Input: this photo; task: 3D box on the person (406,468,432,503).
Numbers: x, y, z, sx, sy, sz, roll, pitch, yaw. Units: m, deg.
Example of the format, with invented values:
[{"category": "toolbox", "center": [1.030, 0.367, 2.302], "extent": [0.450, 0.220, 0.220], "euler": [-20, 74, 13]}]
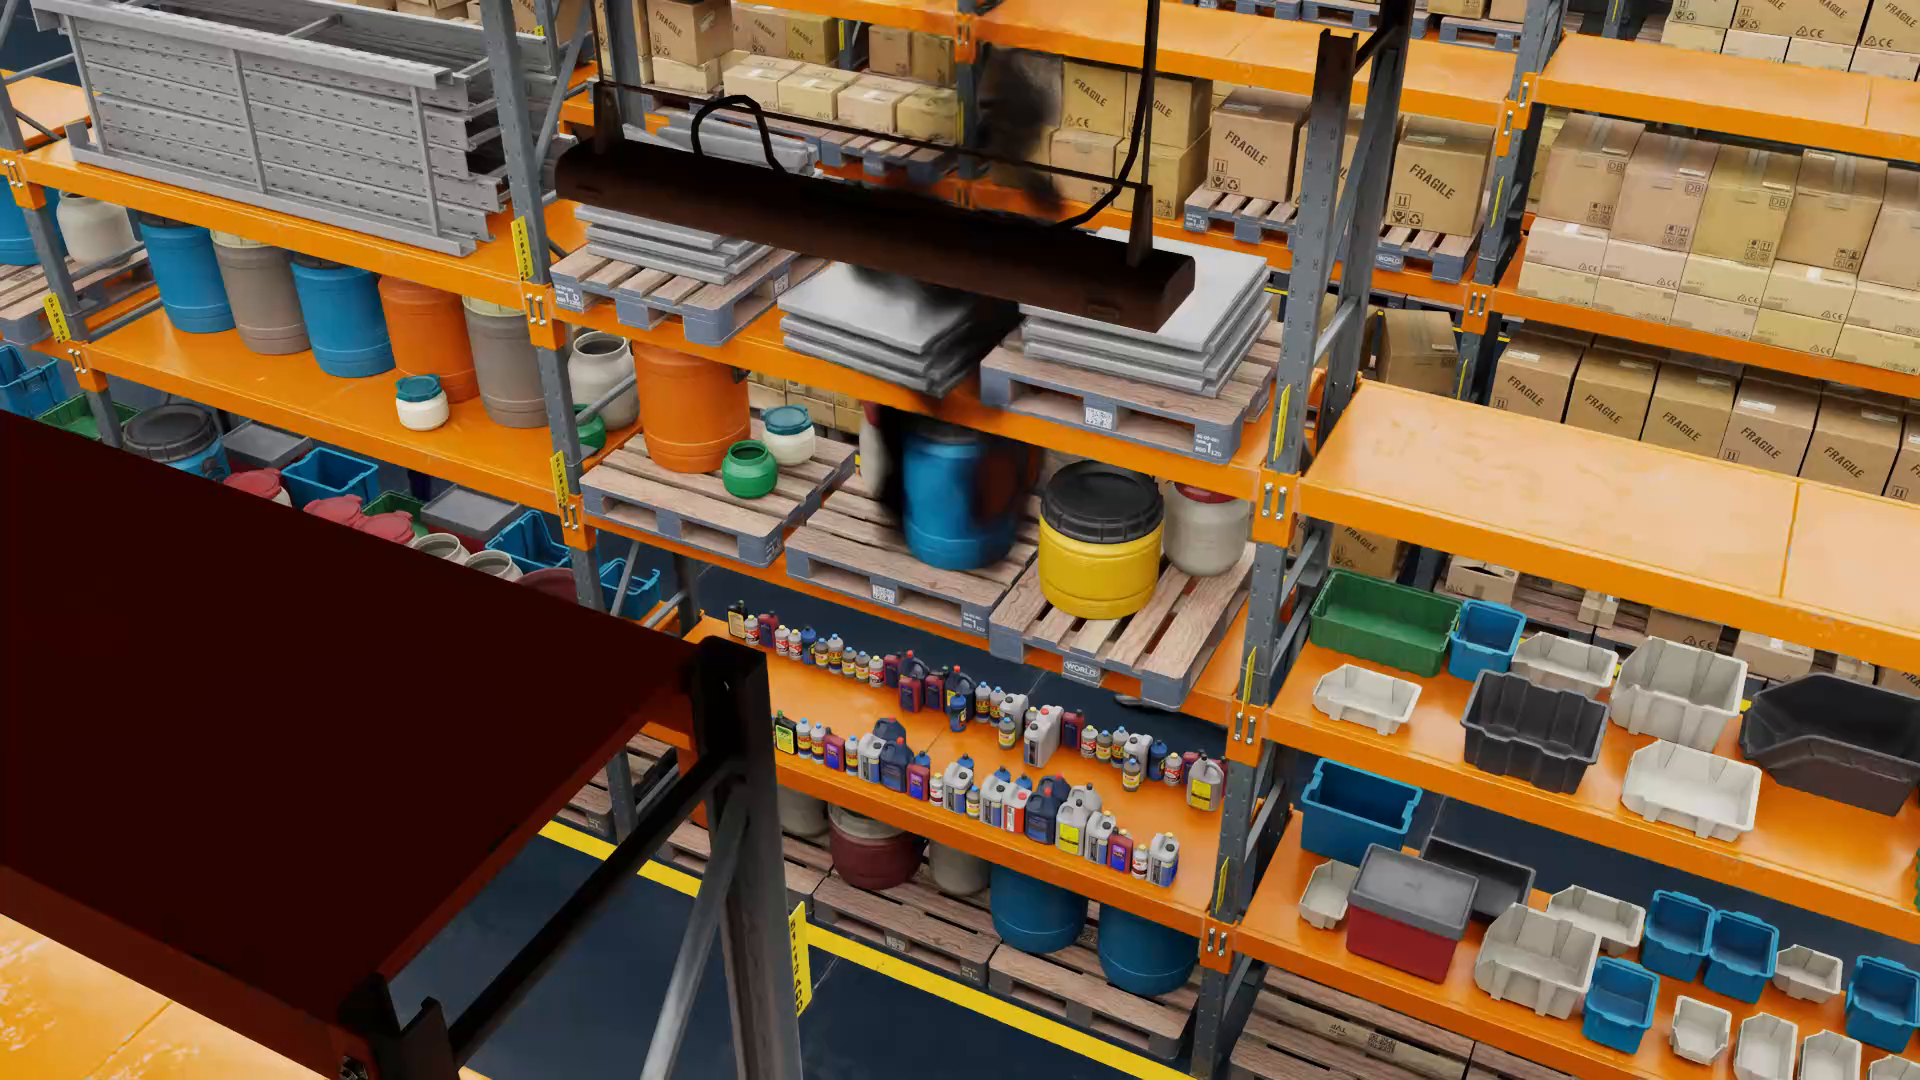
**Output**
[{"category": "person", "center": [-4.340, -0.884, 13.702], "extent": [0.903, 1.644, 0.608], "euler": [7, 36, 9]}]

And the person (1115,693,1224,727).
[{"category": "person", "center": [1.583, 0.548, 11.527], "extent": [0.959, 1.749, 0.662], "euler": [9, 36, 13]}]
